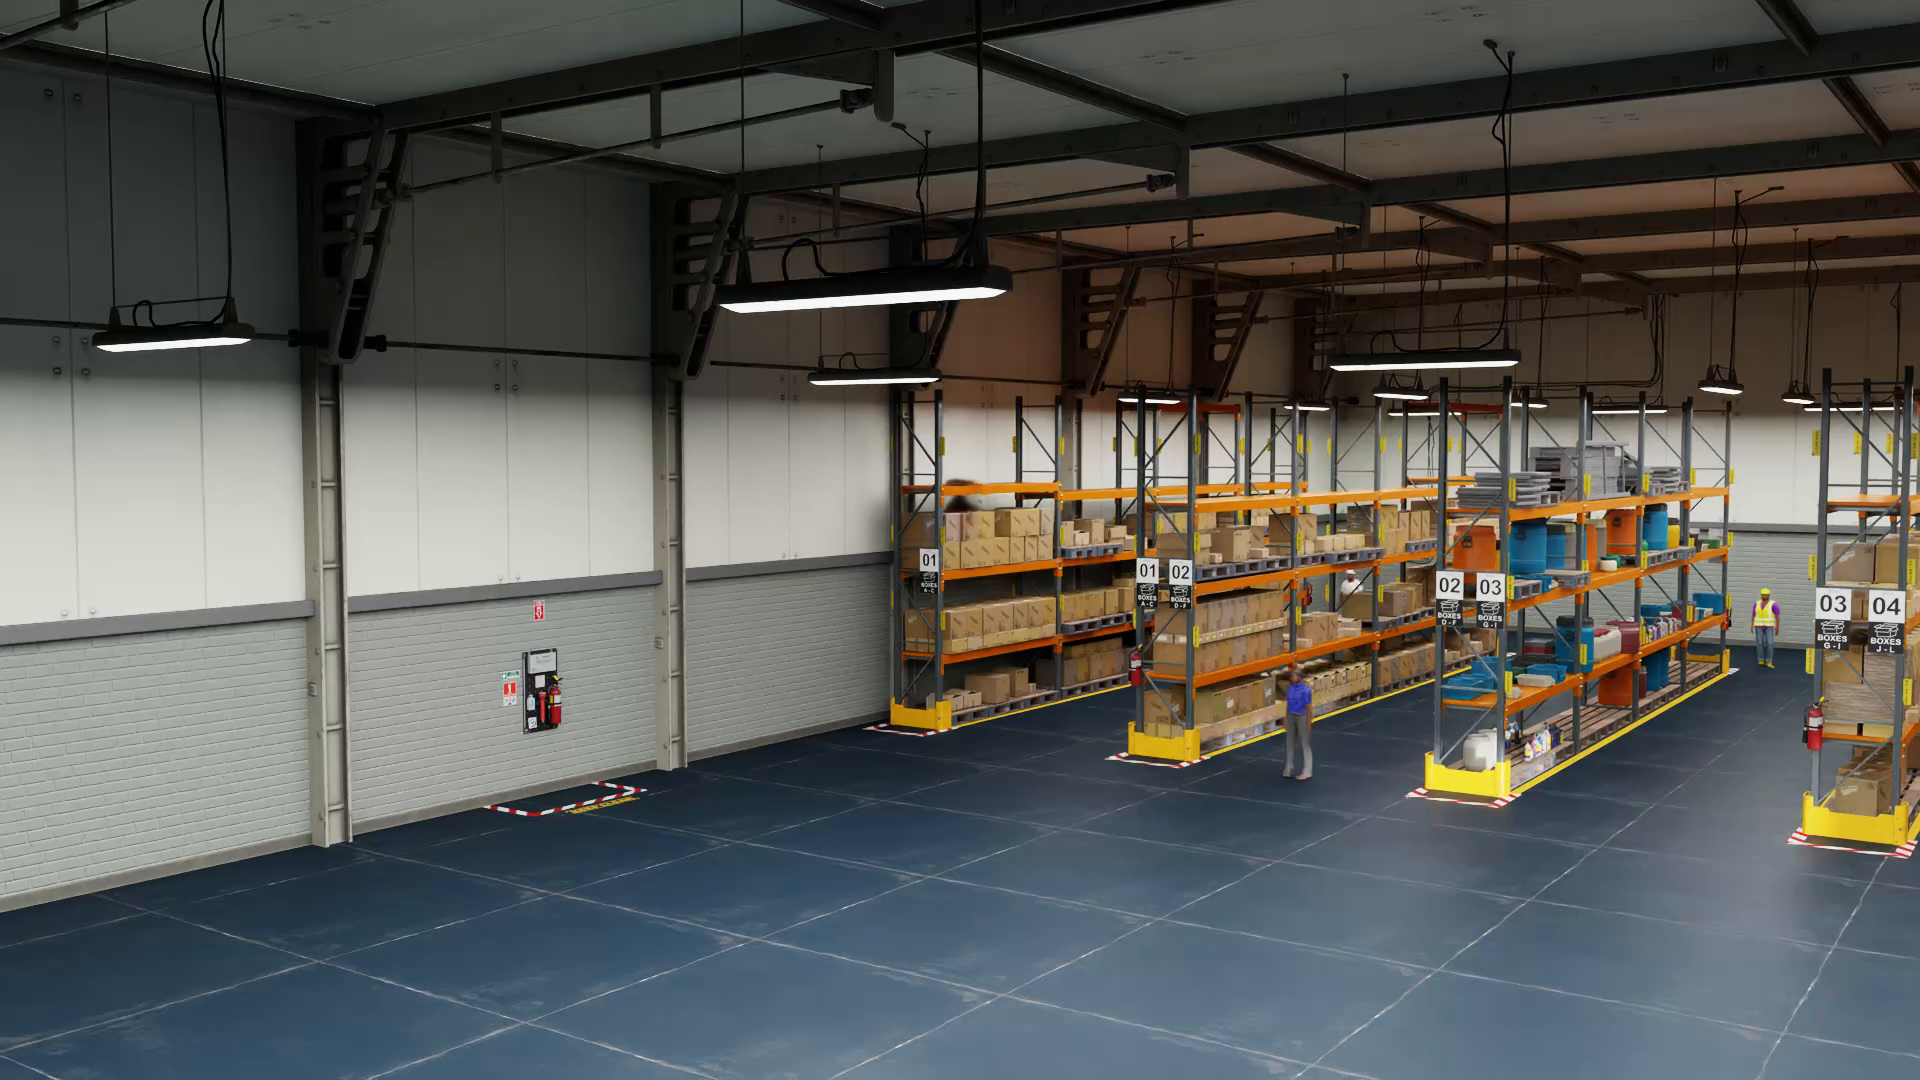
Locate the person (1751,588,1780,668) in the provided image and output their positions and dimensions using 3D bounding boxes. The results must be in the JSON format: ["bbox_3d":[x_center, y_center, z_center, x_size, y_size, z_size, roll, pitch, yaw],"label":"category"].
[{"bbox_3d":[18.316,1.996,37.823,0.588,1.792,0.535,2,4,26],"label":"person"}]

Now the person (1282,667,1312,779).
[{"bbox_3d":[5.086,2.752,25.134,0.380,1.666,0.500,-2,4,-37],"label":"person"}]

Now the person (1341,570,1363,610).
[{"bbox_3d":[10.300,1.662,43.705,0.581,1.800,0.404,0,3,6],"label":"person"}]
